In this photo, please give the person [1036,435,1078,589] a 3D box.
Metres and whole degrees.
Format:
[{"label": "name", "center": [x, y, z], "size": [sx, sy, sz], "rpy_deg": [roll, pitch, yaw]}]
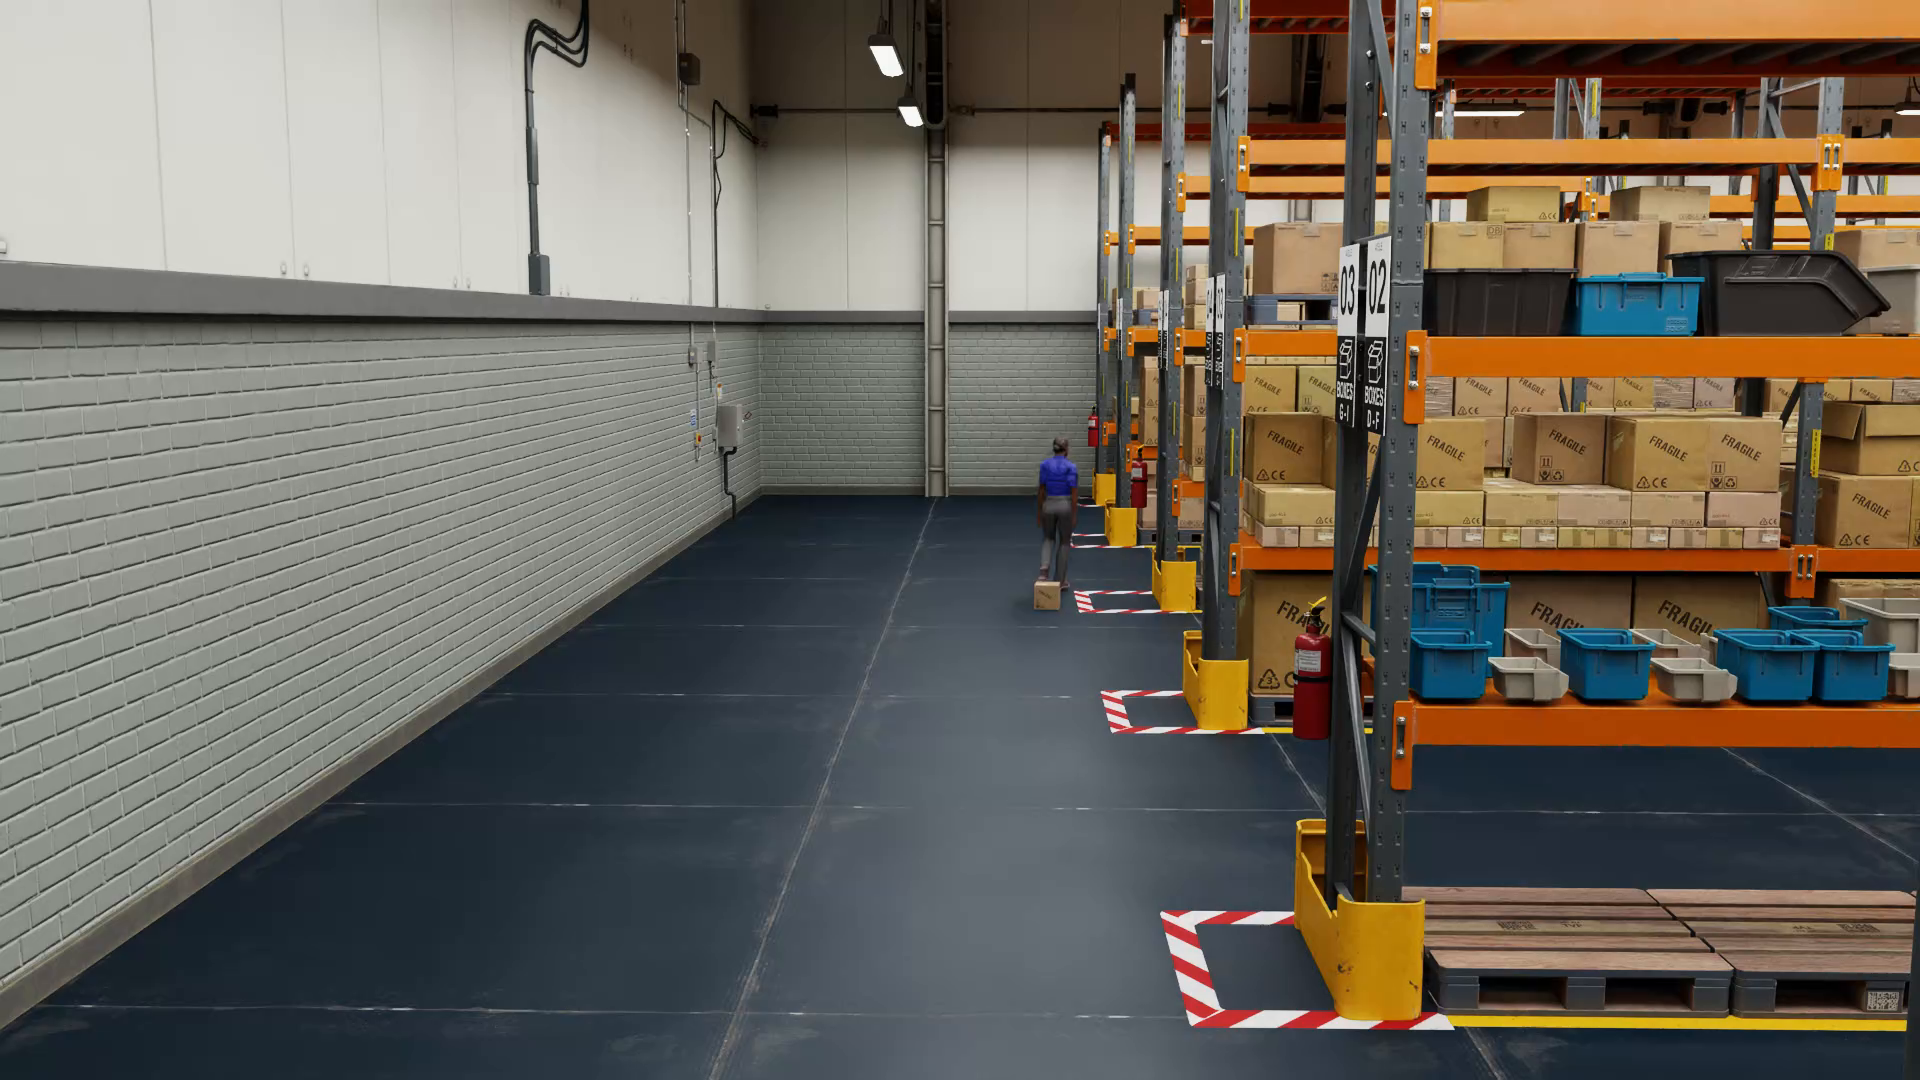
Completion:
[{"label": "person", "center": [1.047, -0.291, 17.878], "size": [0.478, 1.639, 0.457], "rpy_deg": [3, 8, 23]}]
